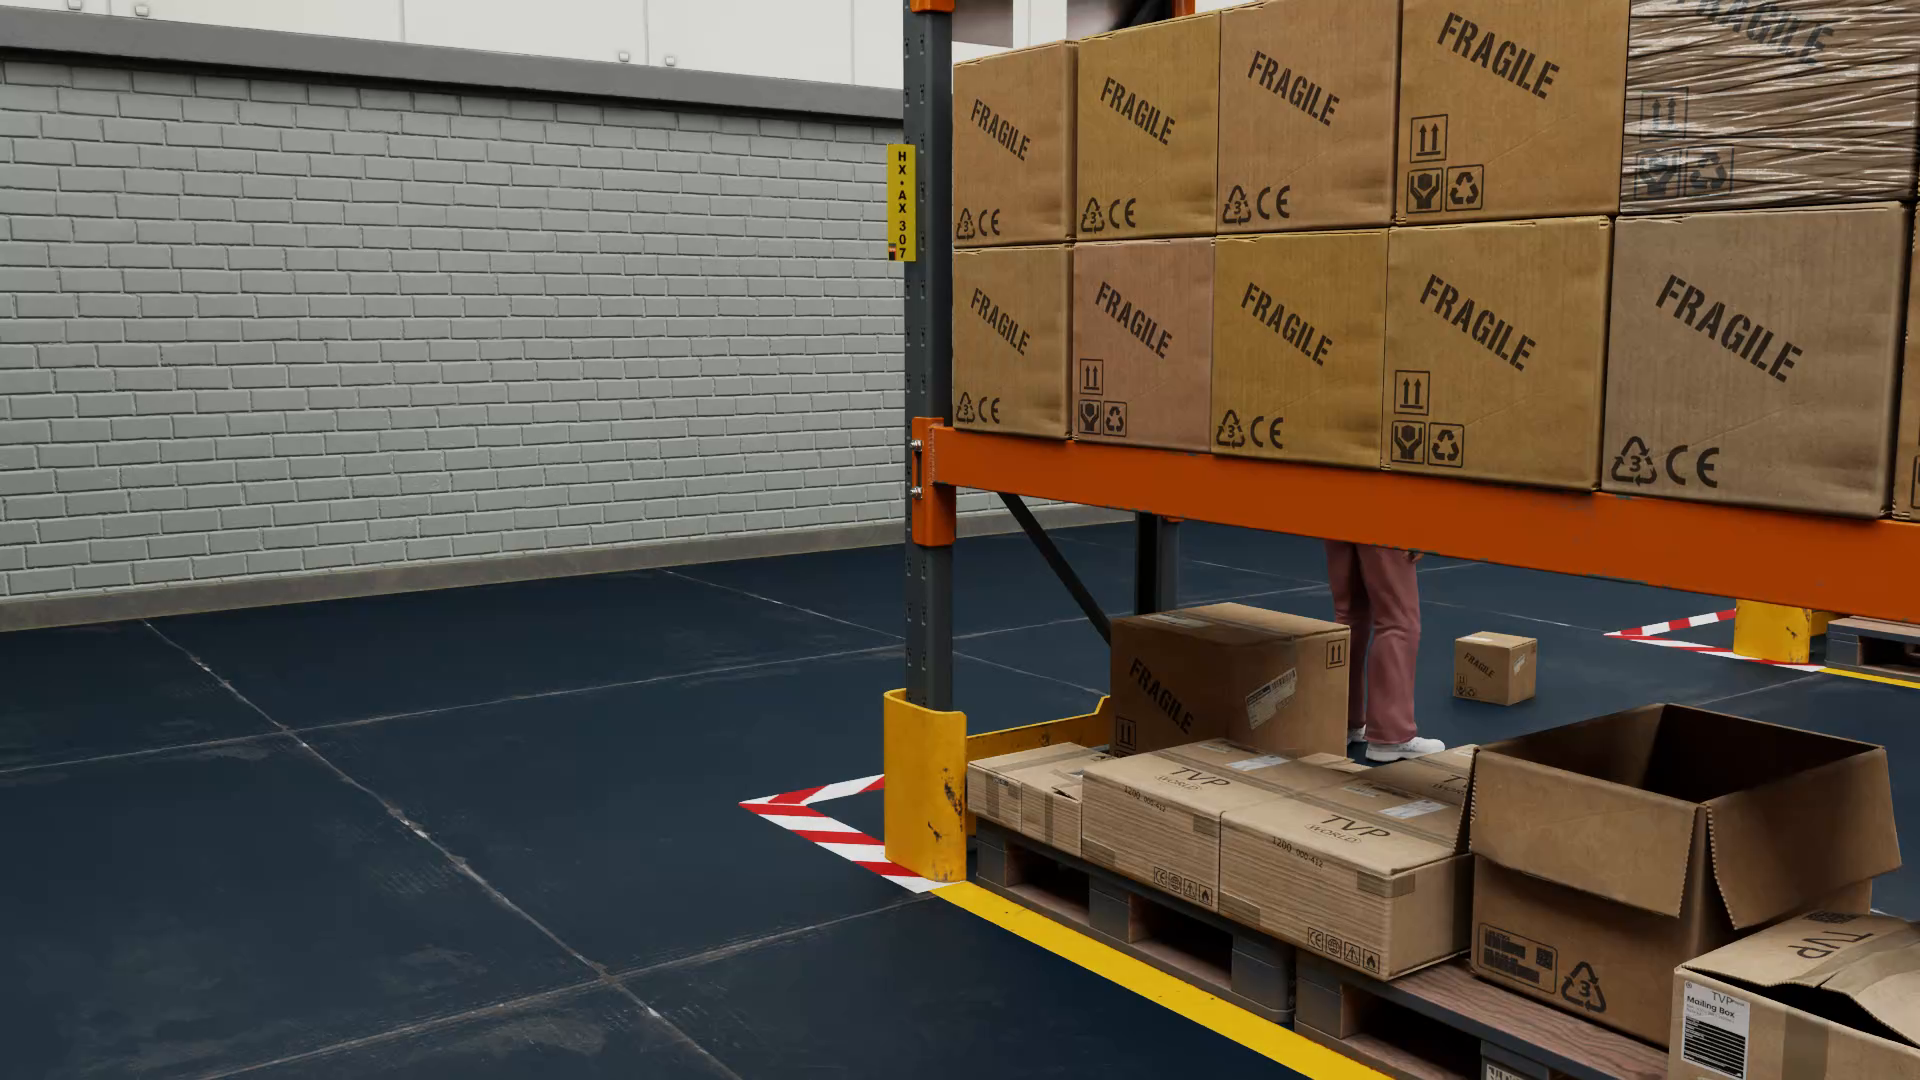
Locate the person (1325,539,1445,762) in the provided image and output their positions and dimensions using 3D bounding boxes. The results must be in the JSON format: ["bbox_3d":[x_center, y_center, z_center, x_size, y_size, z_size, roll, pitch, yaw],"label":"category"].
[{"bbox_3d":[1.530,-0.045,6.137,0.353,1.673,0.500,-4,9,-28],"label":"person"}]
